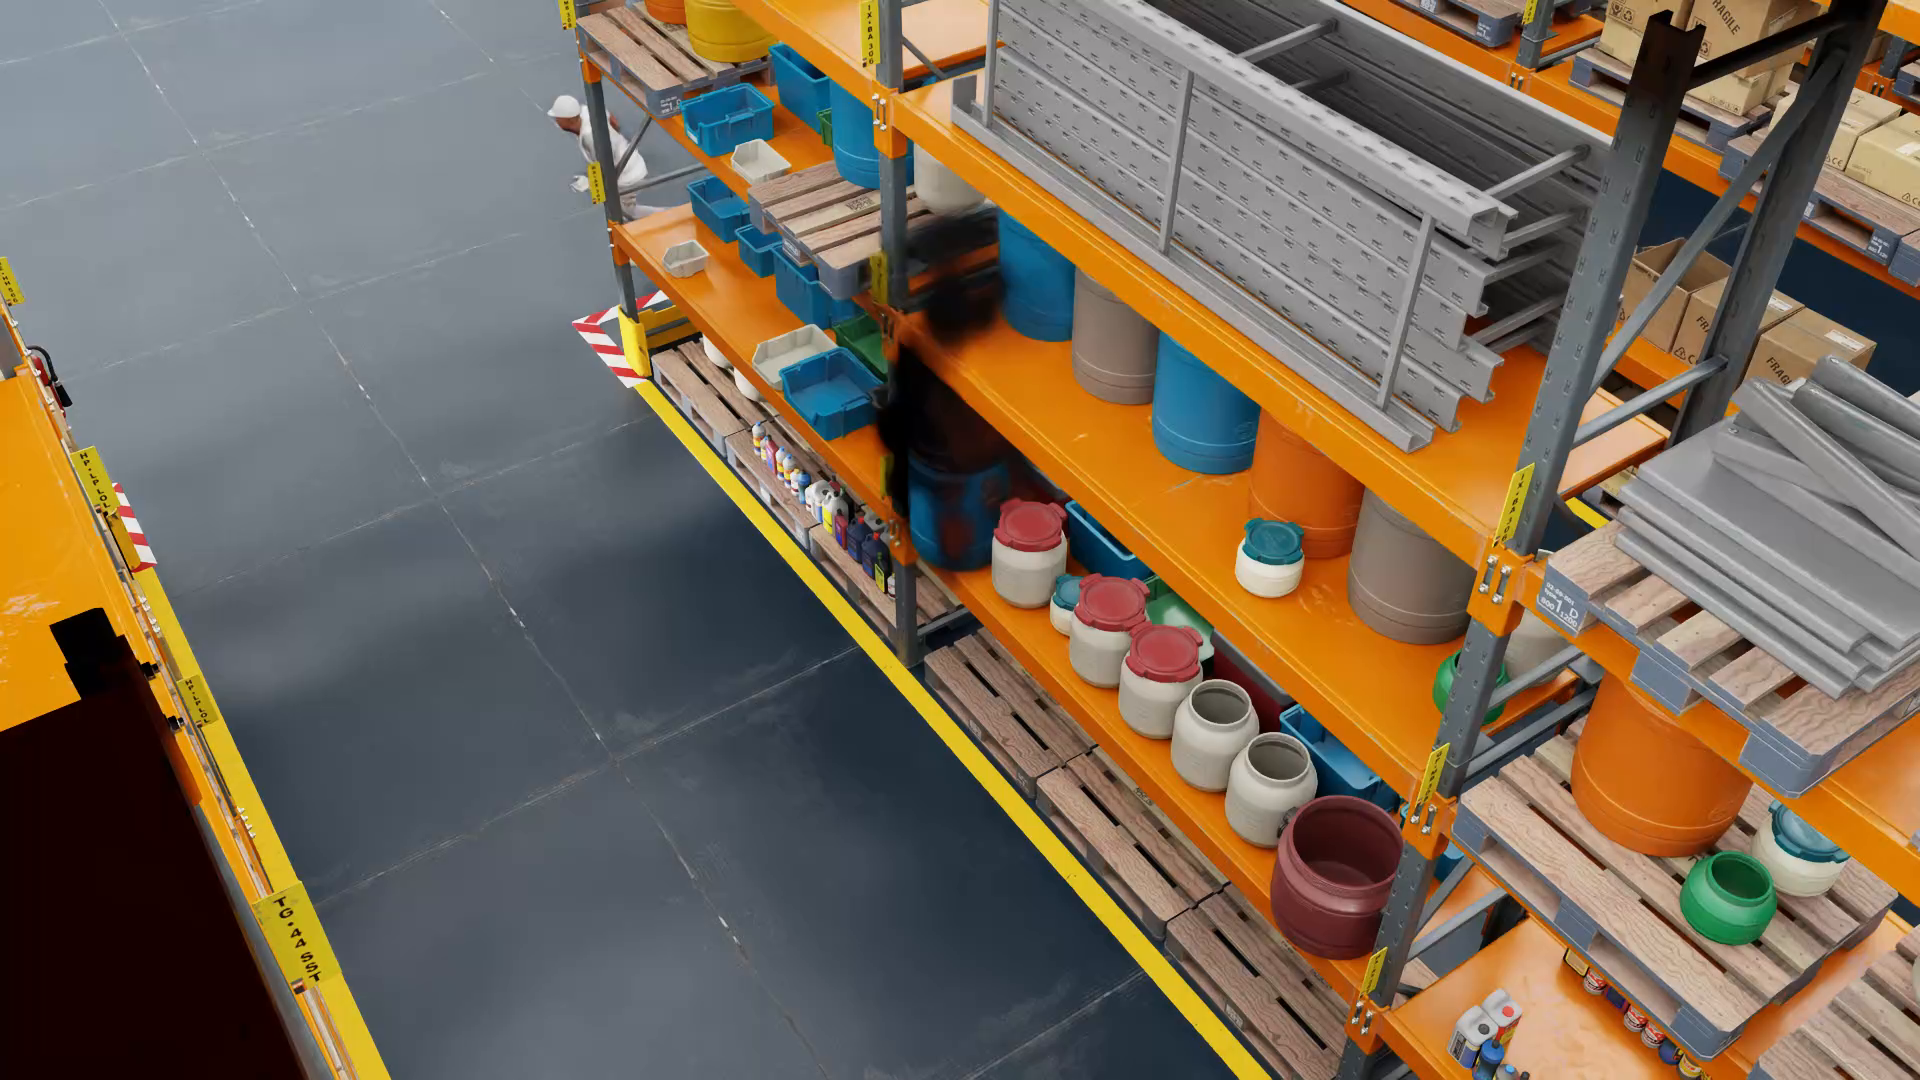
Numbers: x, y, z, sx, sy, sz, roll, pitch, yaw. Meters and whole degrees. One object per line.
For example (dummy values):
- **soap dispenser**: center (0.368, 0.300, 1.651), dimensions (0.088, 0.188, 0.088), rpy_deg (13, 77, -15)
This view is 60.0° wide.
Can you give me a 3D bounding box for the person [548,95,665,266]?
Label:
- **person**: center (-2.862, -3.032, 13.906), dimensions (0.940, 1.581, 0.706), rpy_deg (-8, 43, -9)
